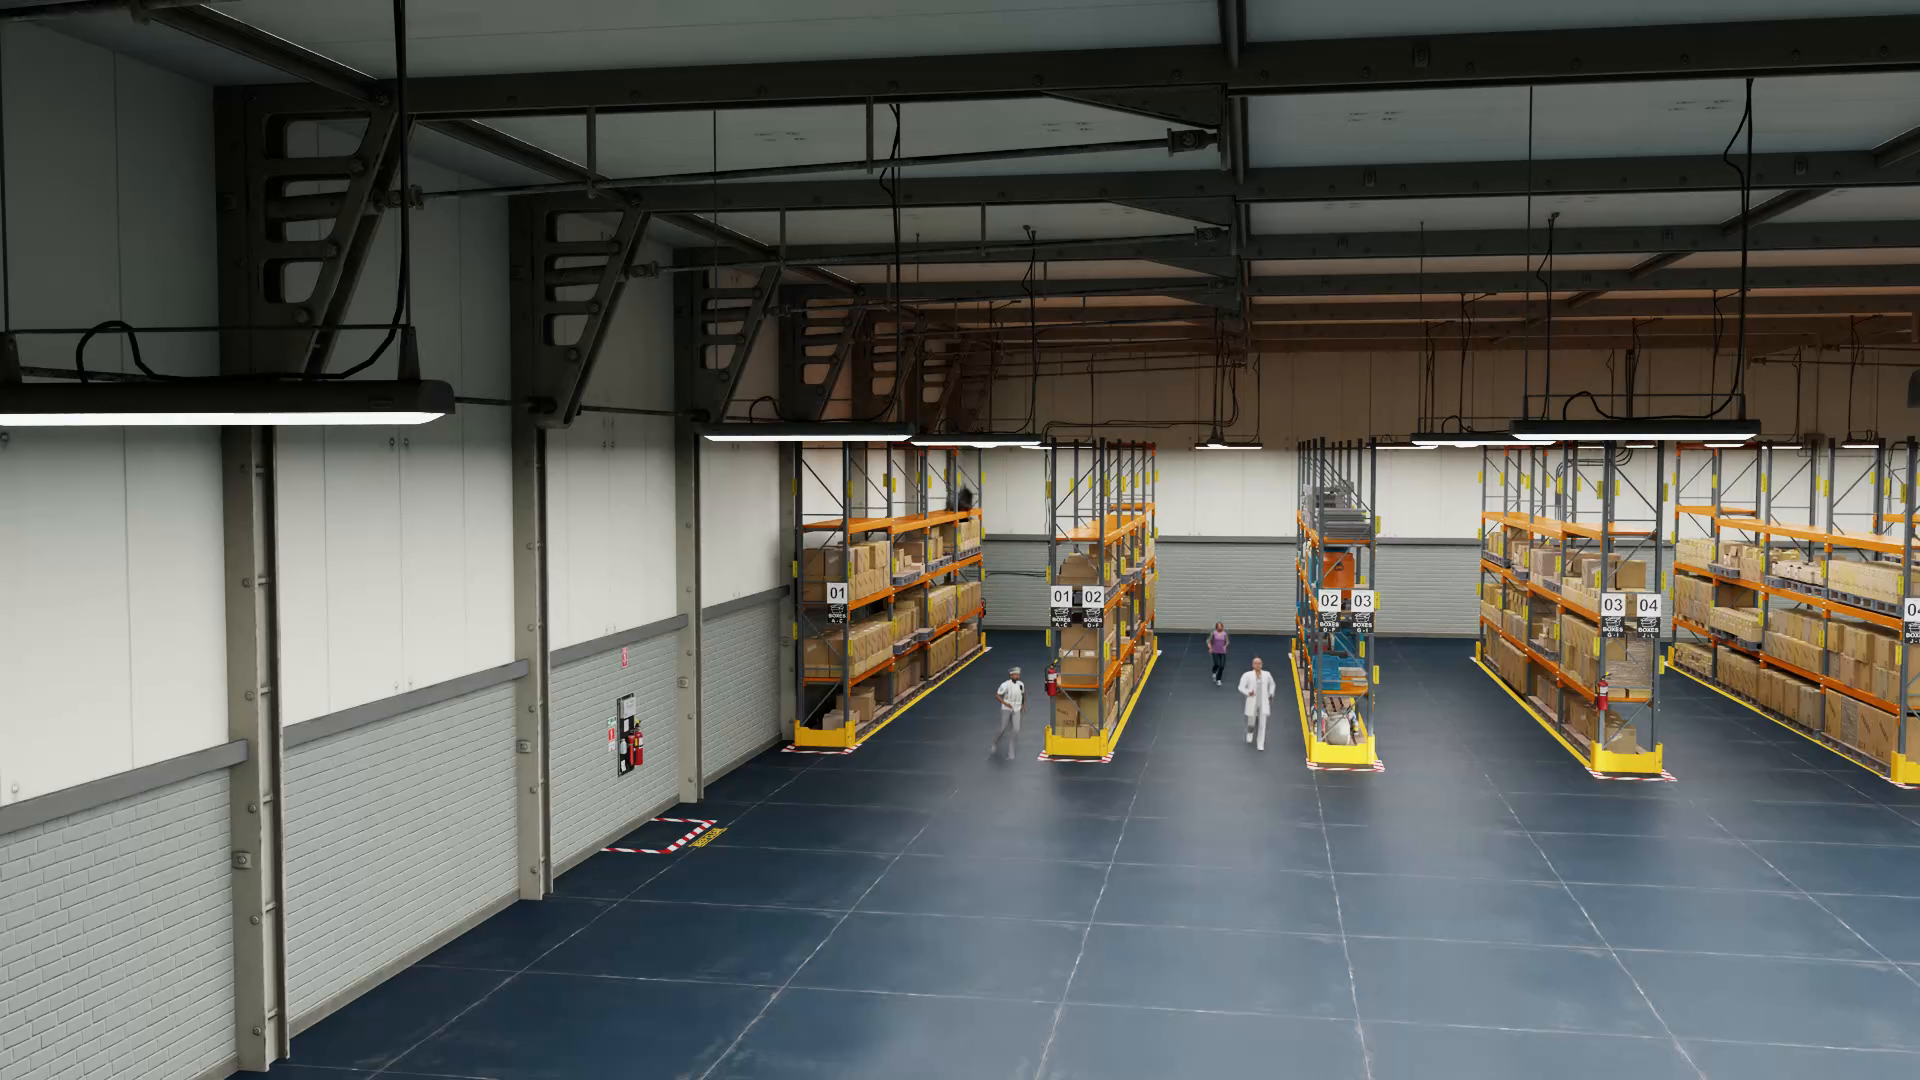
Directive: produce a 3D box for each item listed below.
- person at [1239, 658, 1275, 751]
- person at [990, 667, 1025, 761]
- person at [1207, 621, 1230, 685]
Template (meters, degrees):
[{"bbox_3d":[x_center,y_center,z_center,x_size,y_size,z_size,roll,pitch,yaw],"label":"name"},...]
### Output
[{"bbox_3d":[5.744,3.152,32.101,0.721,1.740,0.877,0,3,2],"label":"person"},{"bbox_3d":[0.960,3.237,31.251,0.668,1.712,0.815,-1,3,-16],"label":"person"},{"bbox_3d":[6.356,2.782,40.806,0.535,1.558,0.533,0,3,-3],"label":"person"}]
